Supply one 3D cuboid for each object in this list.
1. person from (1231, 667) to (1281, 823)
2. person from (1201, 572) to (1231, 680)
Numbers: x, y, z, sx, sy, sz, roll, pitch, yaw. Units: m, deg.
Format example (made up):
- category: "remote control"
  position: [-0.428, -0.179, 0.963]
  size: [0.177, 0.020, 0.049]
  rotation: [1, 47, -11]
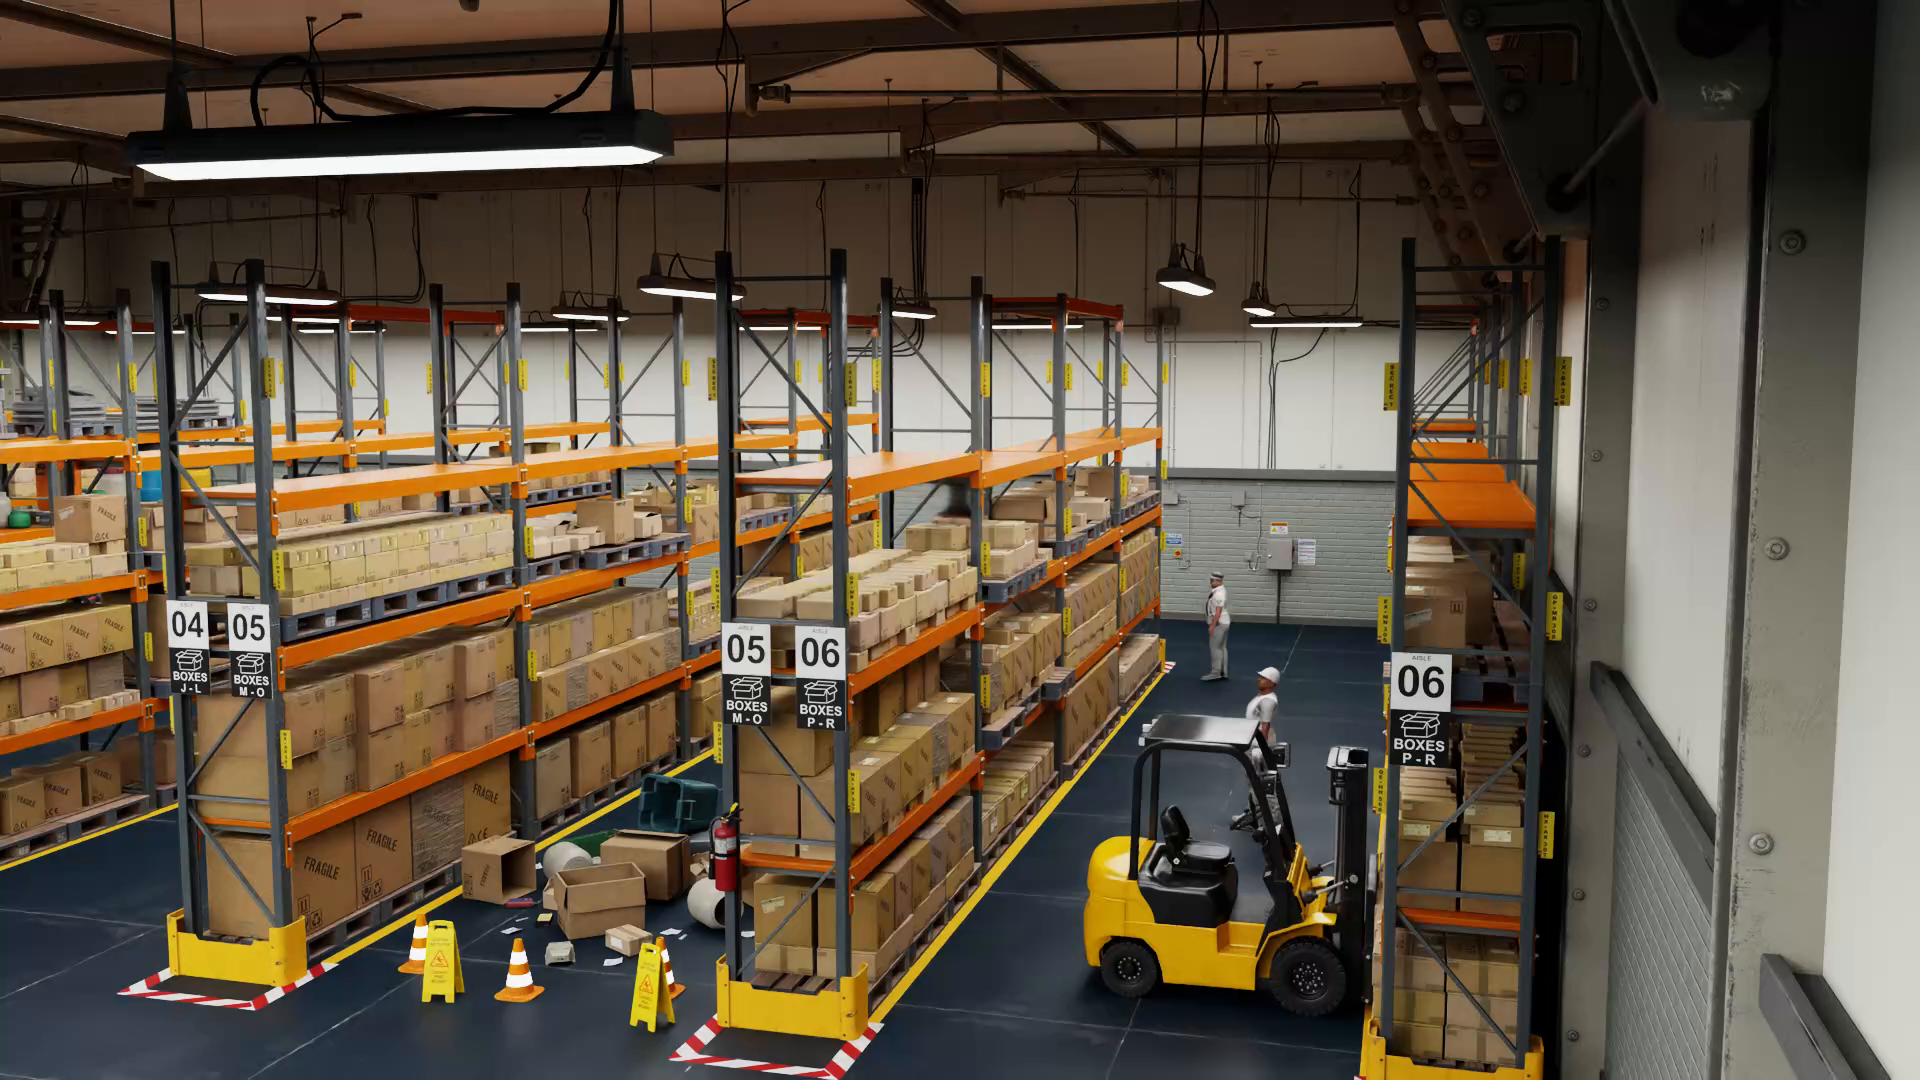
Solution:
- category: "person"
  position: [3.373, 2.314, 18.748]
  size: [0.504, 1.775, 0.618]
  rotation: [4, 7, 31]
- category: "person"
  position: [4.221, 1.396, 27.324]
  size: [0.450, 1.770, 0.555]
  rotation: [2, 6, 16]
